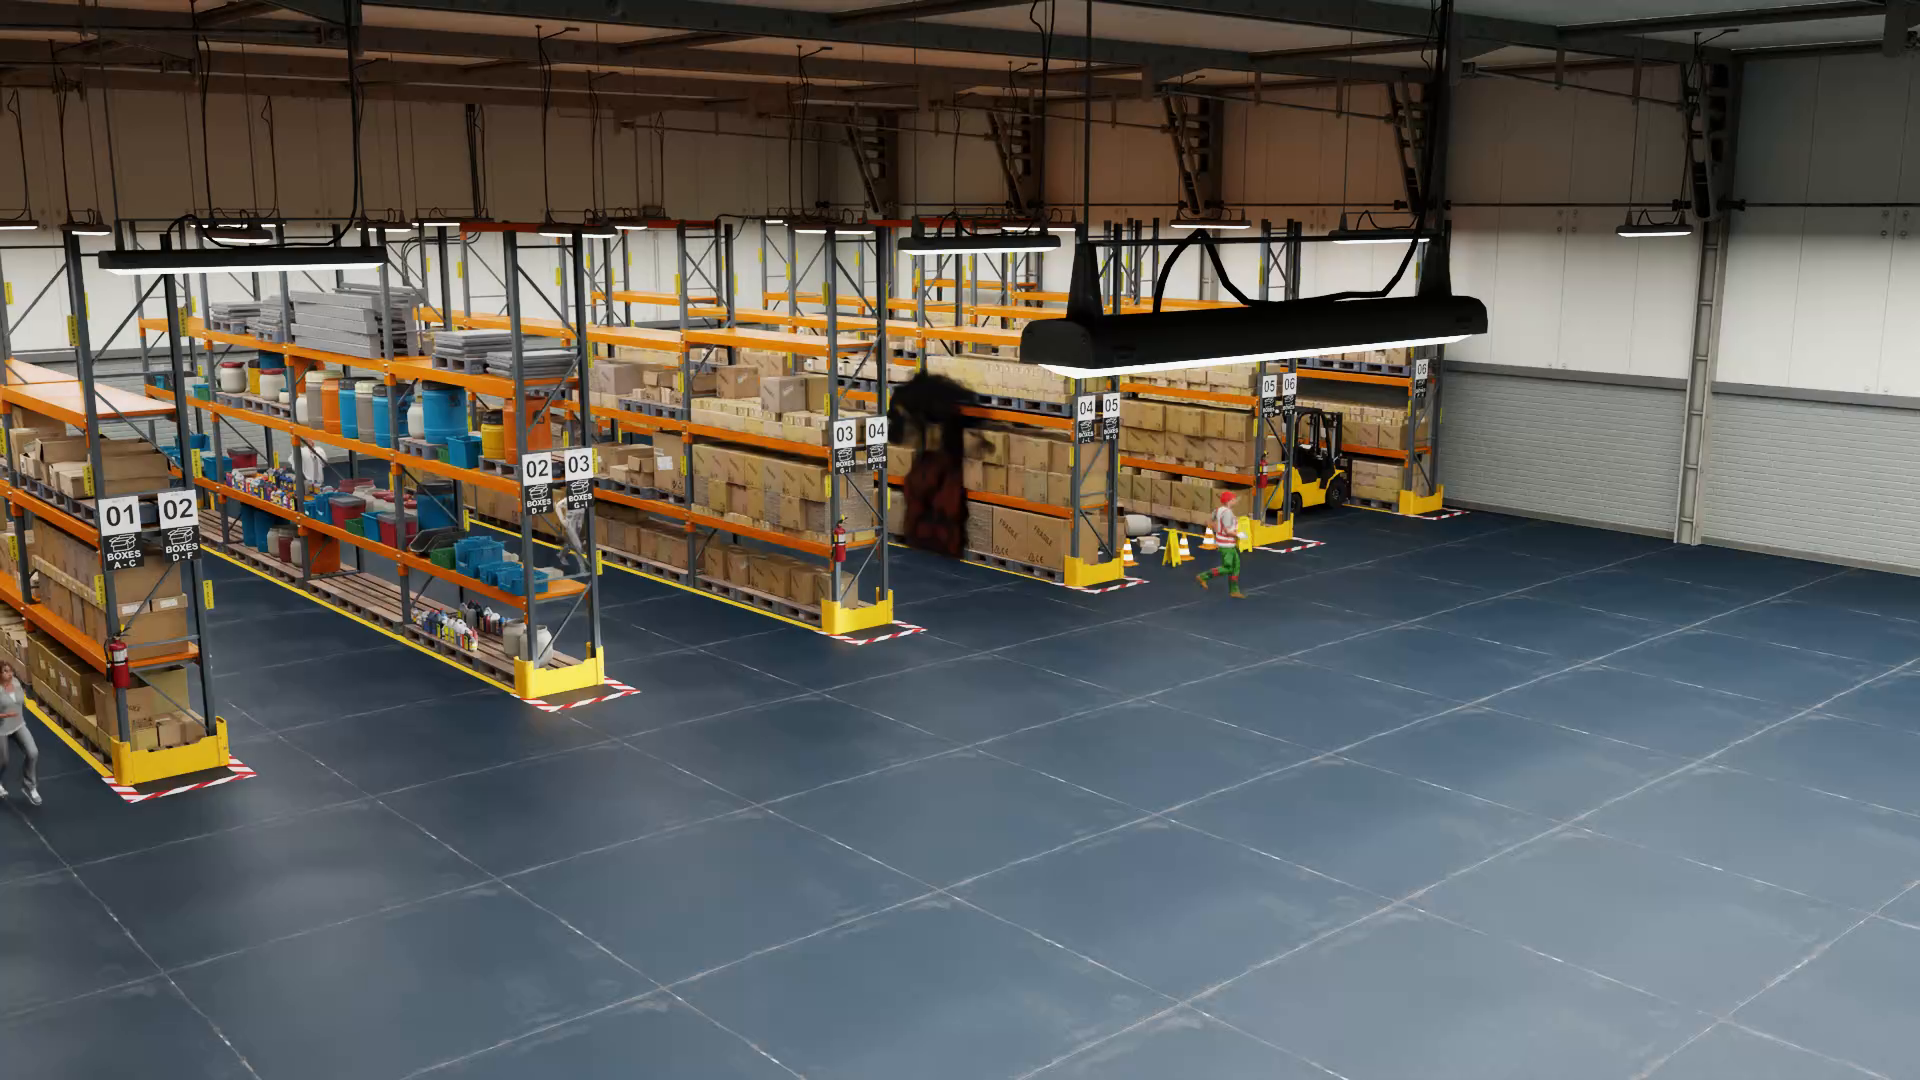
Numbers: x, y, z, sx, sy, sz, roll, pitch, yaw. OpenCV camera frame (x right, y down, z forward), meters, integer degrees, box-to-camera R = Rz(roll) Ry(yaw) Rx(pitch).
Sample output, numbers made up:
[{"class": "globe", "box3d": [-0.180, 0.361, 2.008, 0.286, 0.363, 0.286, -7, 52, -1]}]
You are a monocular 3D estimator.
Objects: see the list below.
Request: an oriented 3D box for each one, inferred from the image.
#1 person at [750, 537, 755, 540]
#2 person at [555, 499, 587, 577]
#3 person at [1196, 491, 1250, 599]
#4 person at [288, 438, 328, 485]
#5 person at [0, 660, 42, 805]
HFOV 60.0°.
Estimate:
[{"class": "person", "box3d": [-3.643, -0.846, 30.456, 0.569, 1.703, 0.561, 11, 16, 42]}, {"class": "person", "box3d": [-6.749, -0.181, 28.866, 0.656, 1.624, 0.980, -11, 16, -42]}, {"class": "person", "box3d": [4.293, 0.088, 27.045, 0.812, 1.781, 0.666, -1, 11, -3]}, {"class": "person", "box3d": [-12.965, -1.208, 33.292, 1.046, 1.801, 0.704, 9, 15, 38]}, {"class": "person", "box3d": [-10.158, 2.049, 17.738, 0.763, 1.609, 0.548, 7, 13, 32]}]
